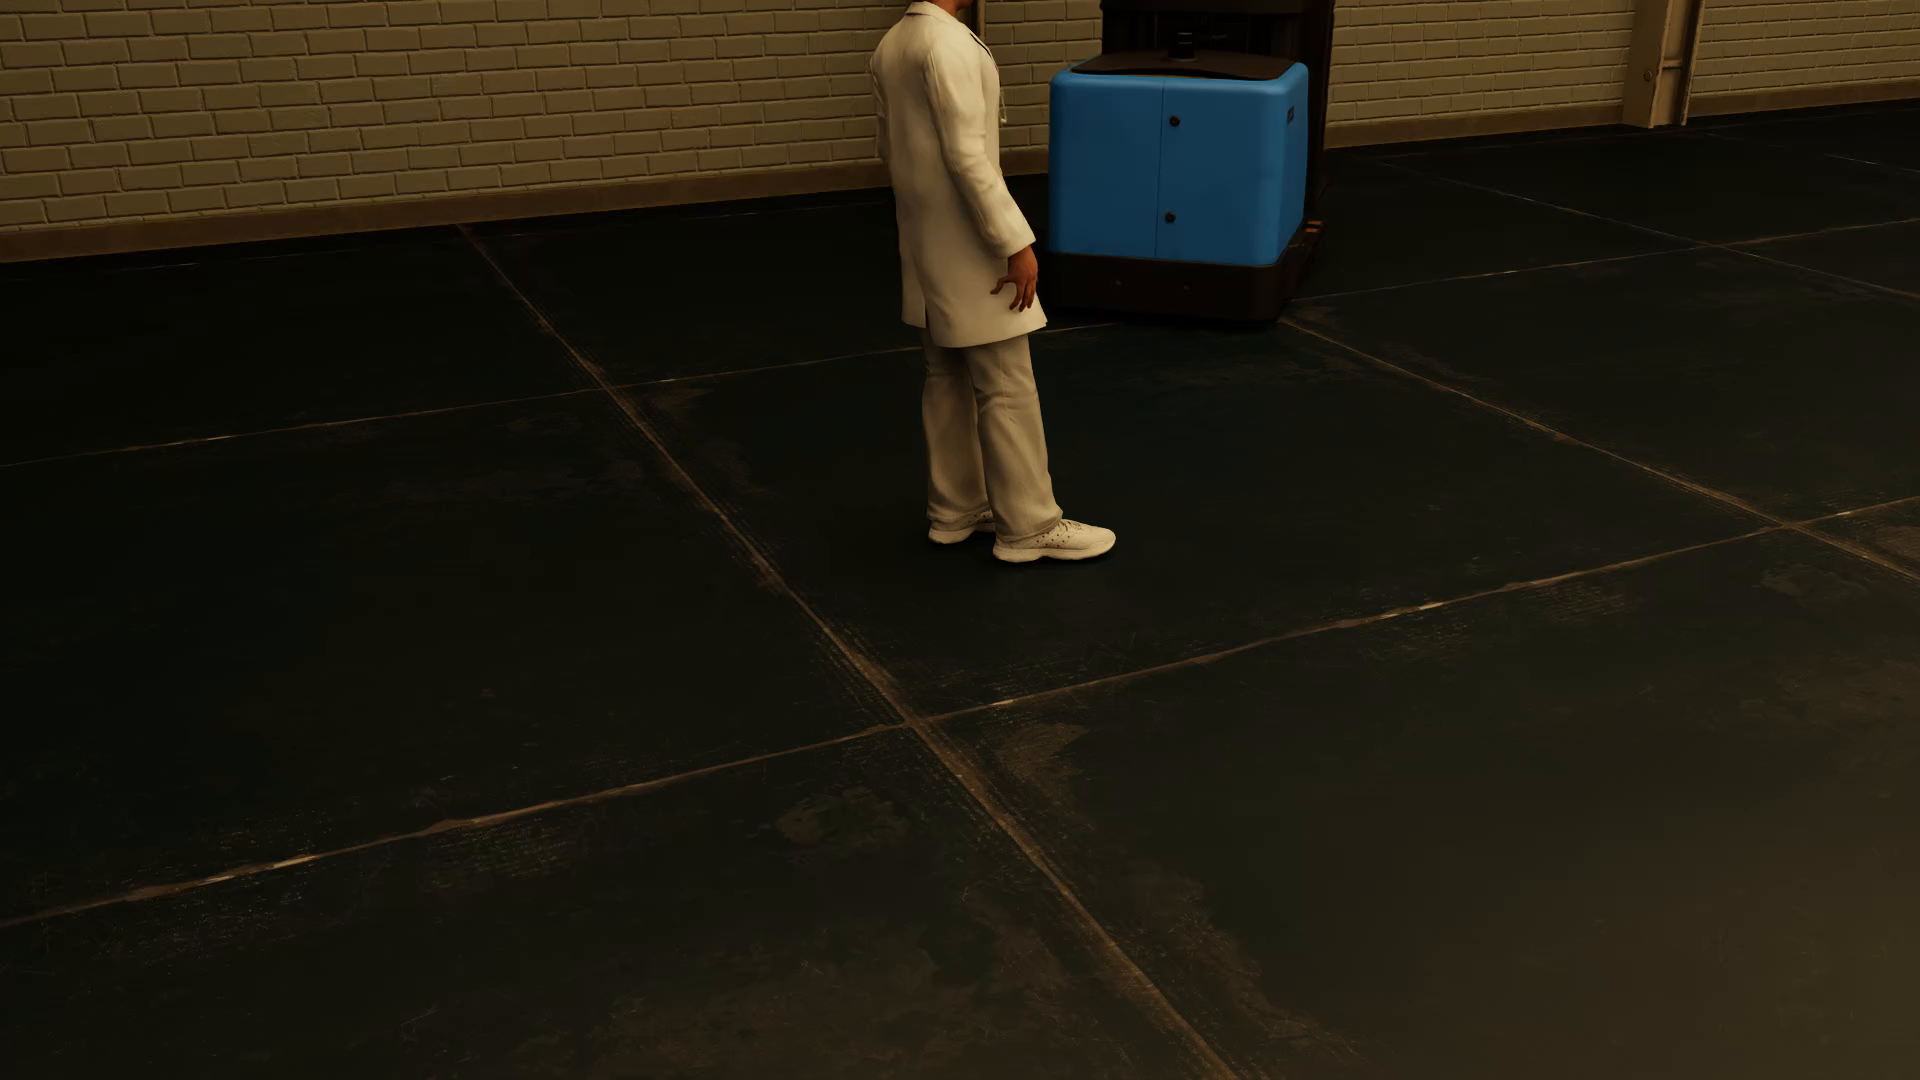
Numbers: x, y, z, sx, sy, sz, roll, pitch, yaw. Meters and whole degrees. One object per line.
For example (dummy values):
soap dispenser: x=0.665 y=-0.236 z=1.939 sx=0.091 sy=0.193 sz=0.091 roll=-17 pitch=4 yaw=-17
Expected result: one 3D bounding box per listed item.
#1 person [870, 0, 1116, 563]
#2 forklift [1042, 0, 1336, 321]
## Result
person: x=0.084 y=-0.841 z=4.795 sx=0.580 sy=1.777 sz=0.698 roll=-10 pitch=25 yaw=-23
forklift: x=1.303 y=-2.837 z=8.116 sx=1.130 sy=2.935 sz=3.031 roll=7 pitch=24 yaw=16
